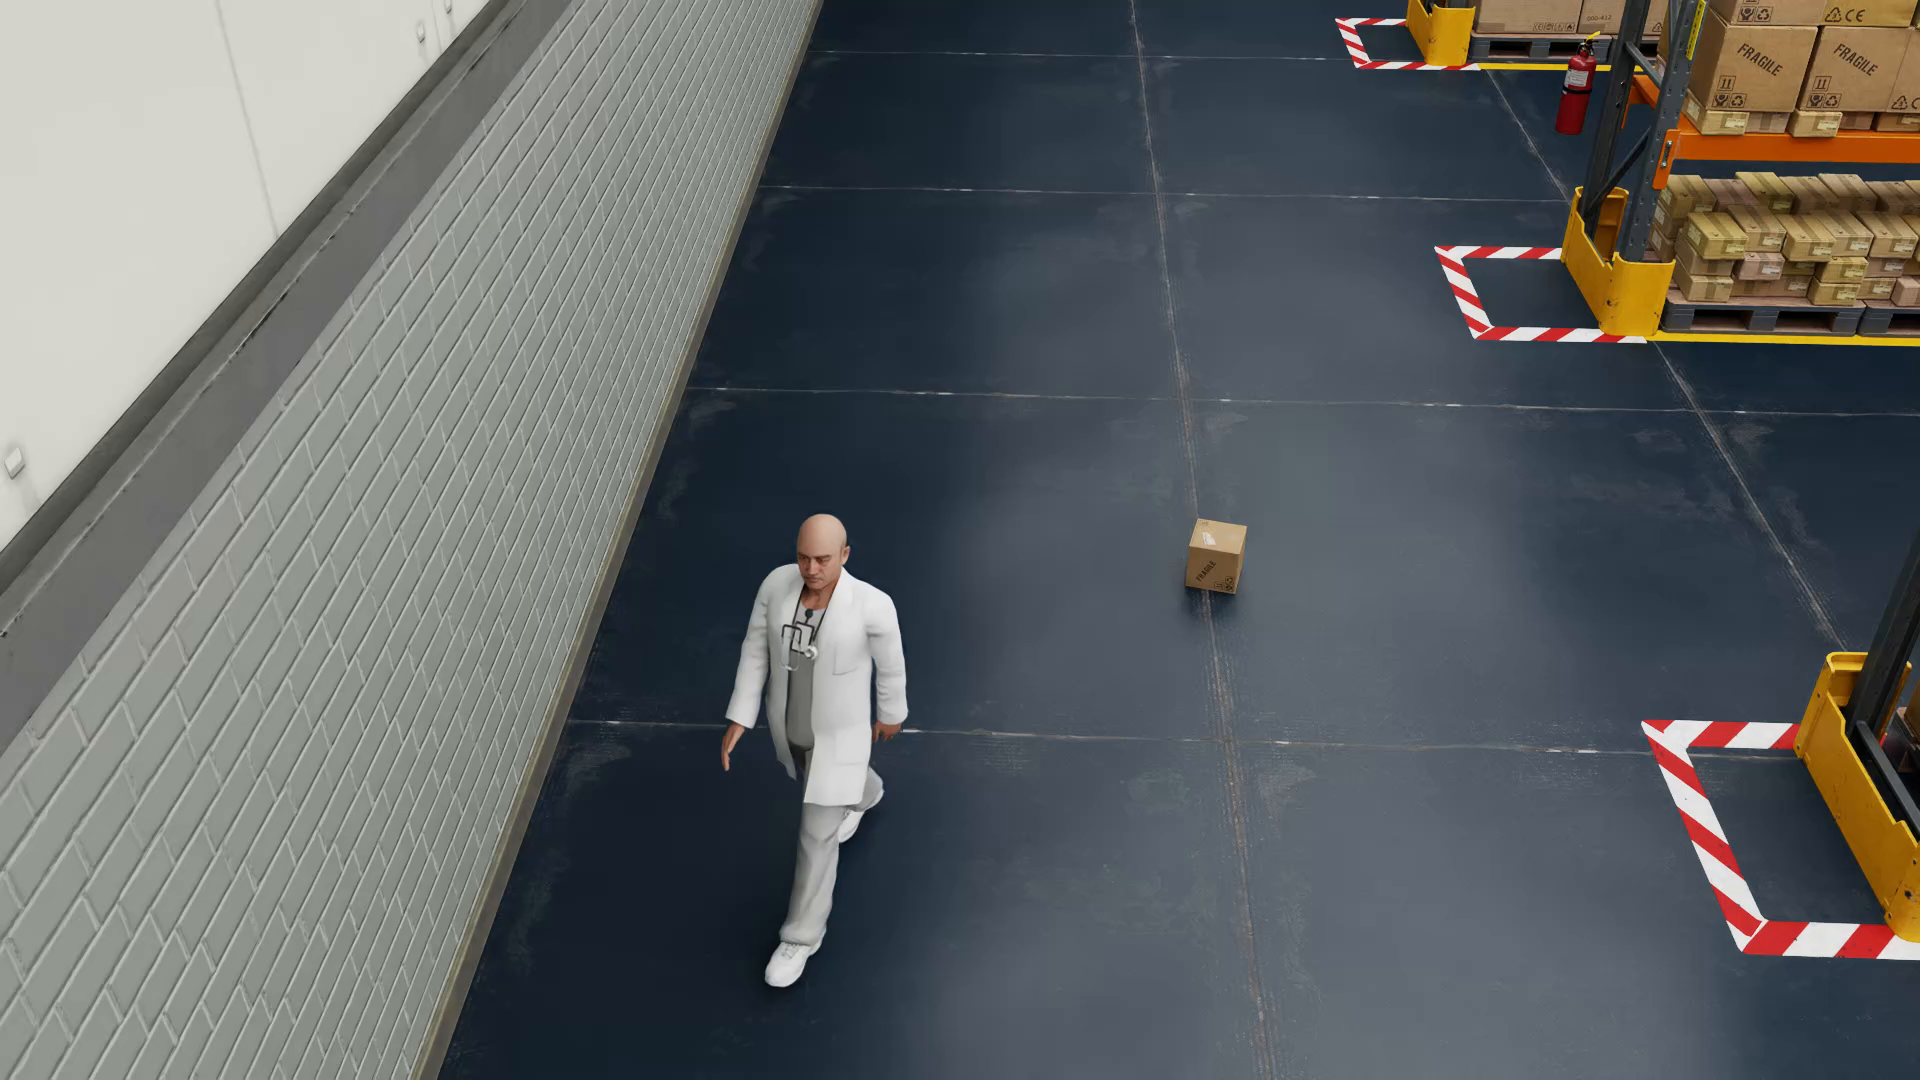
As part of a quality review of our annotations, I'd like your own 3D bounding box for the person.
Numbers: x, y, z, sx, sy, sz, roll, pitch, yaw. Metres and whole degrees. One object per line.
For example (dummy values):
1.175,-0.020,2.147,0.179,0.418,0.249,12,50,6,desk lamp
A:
-0.556,0.692,6.152,0.566,1.720,1.119,17,39,23,person
